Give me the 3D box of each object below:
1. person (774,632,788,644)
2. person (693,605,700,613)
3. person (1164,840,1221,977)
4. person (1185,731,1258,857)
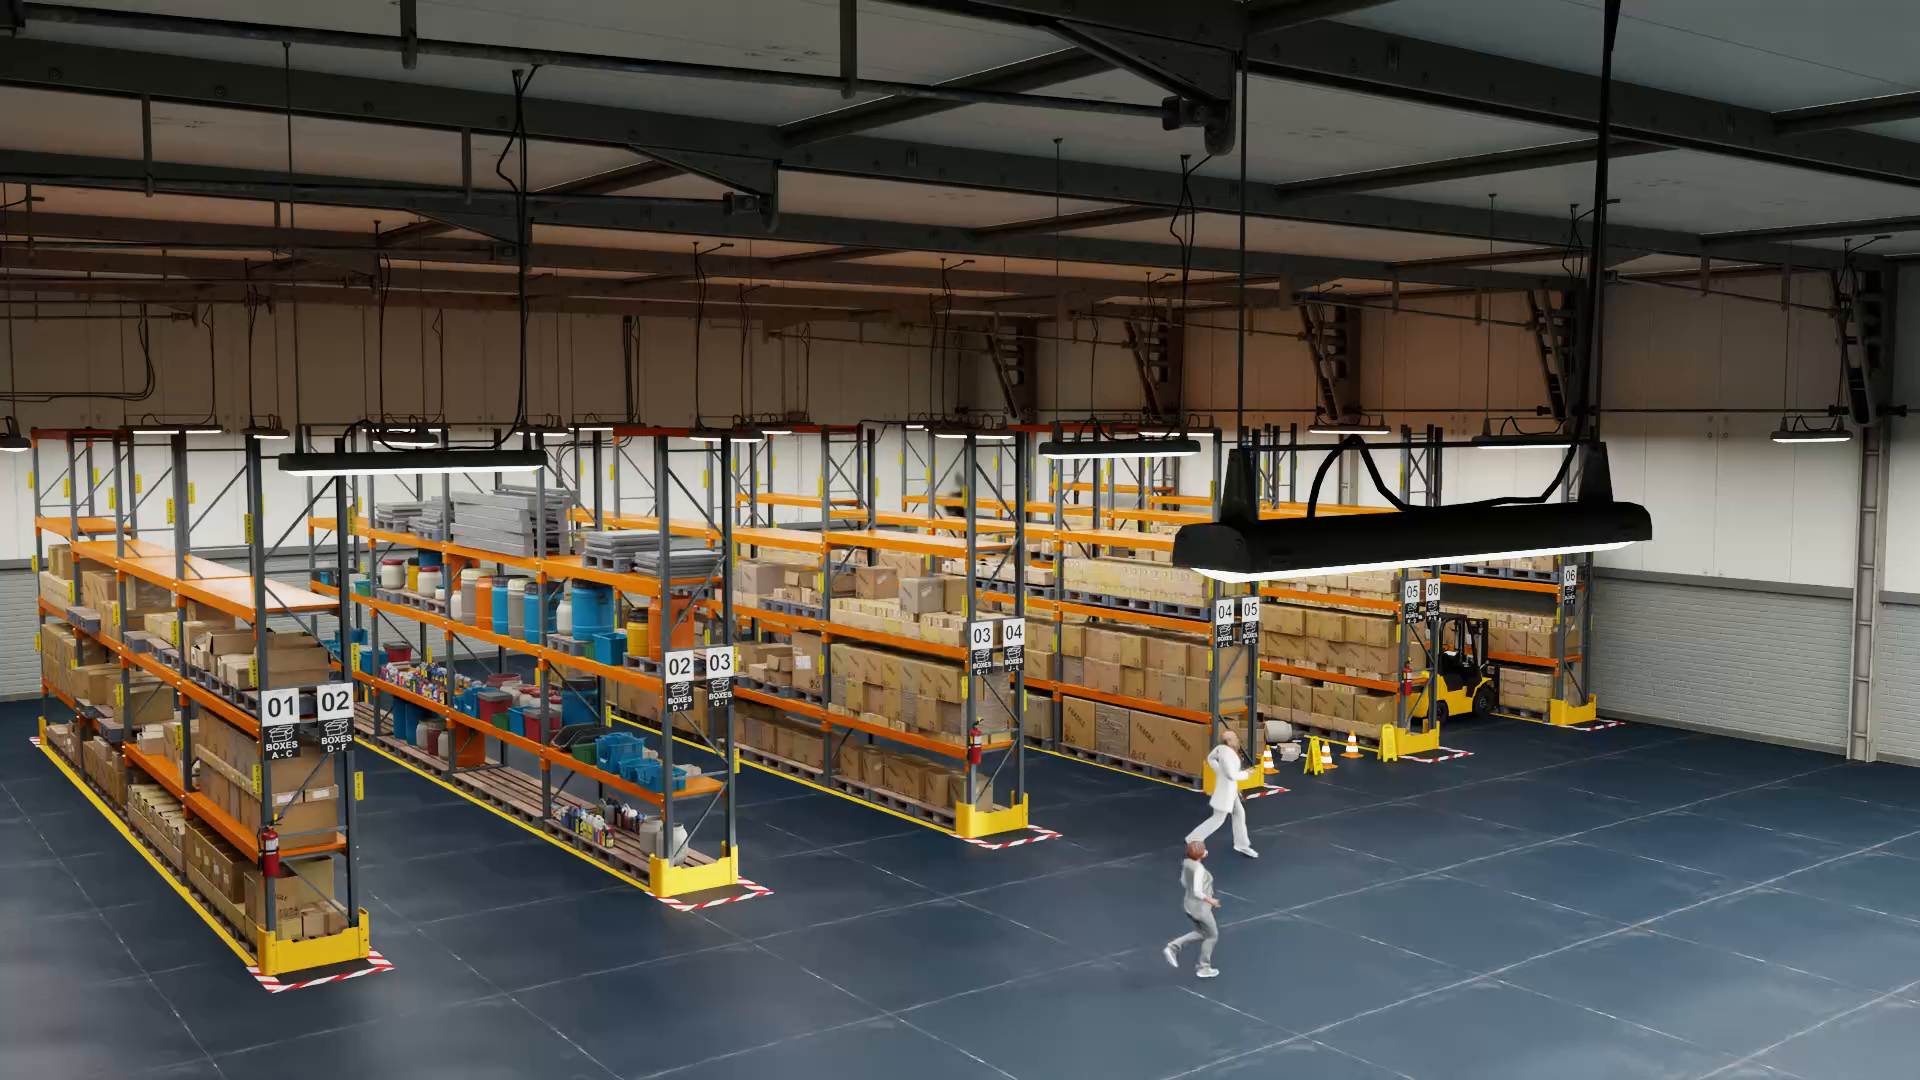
[{"bbox_3d":[-4.606,1.938,41.723,0.531,1.660,0.700,1,5,11],"label":"person"},{"bbox_3d":[-6.401,2.375,39.537,0.714,1.695,0.557,0,5,6],"label":"person"},{"bbox_3d":[2.602,4.103,18.472,0.637,1.550,0.540,-1,5,-16],"label":"person"},{"bbox_3d":[3.706,3.595,23.511,1.049,1.810,0.724,0,4,4],"label":"person"}]
